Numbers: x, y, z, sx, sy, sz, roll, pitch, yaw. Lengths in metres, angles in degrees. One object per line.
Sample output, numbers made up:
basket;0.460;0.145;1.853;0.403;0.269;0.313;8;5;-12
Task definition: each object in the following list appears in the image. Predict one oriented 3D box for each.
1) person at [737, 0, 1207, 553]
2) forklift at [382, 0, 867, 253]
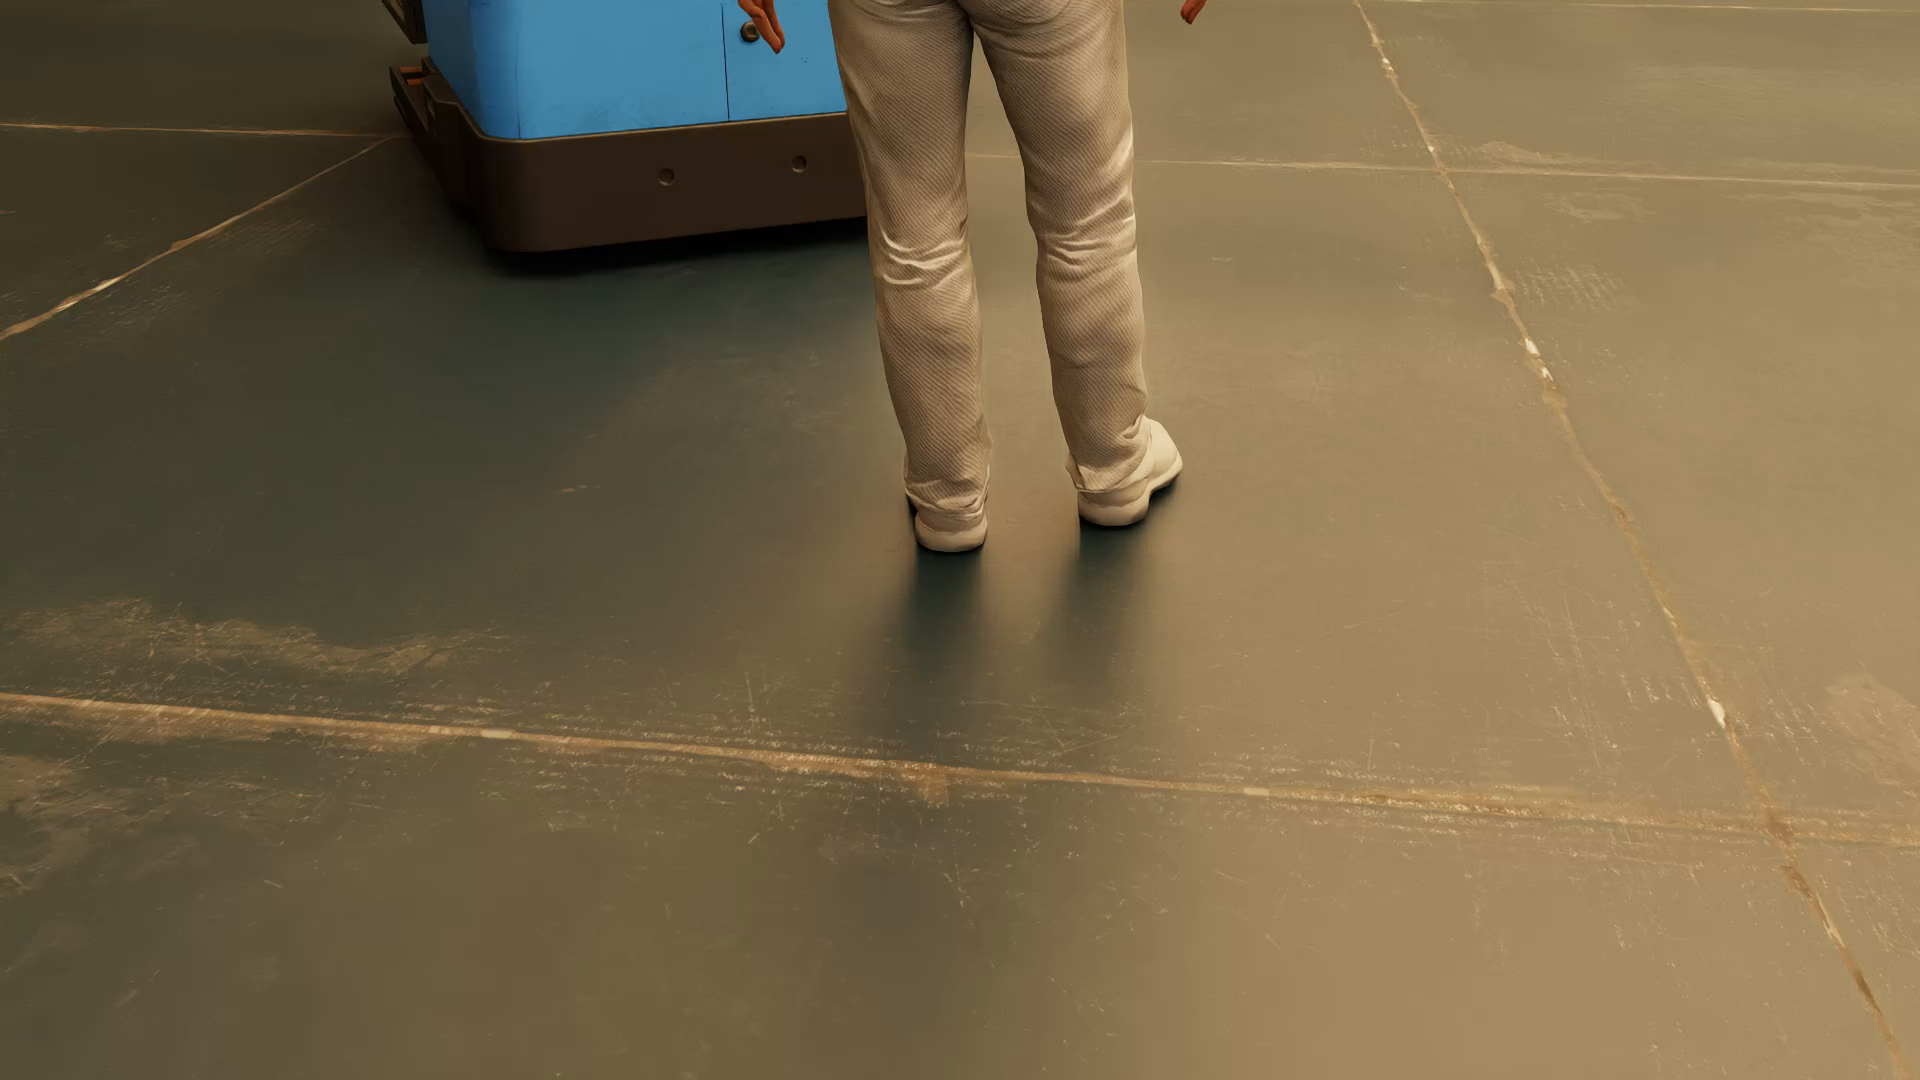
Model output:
person;0.015;-0.827;2.163;0.665;1.766;0.576;3;27;7
forklift;-1.081;-2.564;4.357;1.130;2.935;3.031;-11;28;-20
